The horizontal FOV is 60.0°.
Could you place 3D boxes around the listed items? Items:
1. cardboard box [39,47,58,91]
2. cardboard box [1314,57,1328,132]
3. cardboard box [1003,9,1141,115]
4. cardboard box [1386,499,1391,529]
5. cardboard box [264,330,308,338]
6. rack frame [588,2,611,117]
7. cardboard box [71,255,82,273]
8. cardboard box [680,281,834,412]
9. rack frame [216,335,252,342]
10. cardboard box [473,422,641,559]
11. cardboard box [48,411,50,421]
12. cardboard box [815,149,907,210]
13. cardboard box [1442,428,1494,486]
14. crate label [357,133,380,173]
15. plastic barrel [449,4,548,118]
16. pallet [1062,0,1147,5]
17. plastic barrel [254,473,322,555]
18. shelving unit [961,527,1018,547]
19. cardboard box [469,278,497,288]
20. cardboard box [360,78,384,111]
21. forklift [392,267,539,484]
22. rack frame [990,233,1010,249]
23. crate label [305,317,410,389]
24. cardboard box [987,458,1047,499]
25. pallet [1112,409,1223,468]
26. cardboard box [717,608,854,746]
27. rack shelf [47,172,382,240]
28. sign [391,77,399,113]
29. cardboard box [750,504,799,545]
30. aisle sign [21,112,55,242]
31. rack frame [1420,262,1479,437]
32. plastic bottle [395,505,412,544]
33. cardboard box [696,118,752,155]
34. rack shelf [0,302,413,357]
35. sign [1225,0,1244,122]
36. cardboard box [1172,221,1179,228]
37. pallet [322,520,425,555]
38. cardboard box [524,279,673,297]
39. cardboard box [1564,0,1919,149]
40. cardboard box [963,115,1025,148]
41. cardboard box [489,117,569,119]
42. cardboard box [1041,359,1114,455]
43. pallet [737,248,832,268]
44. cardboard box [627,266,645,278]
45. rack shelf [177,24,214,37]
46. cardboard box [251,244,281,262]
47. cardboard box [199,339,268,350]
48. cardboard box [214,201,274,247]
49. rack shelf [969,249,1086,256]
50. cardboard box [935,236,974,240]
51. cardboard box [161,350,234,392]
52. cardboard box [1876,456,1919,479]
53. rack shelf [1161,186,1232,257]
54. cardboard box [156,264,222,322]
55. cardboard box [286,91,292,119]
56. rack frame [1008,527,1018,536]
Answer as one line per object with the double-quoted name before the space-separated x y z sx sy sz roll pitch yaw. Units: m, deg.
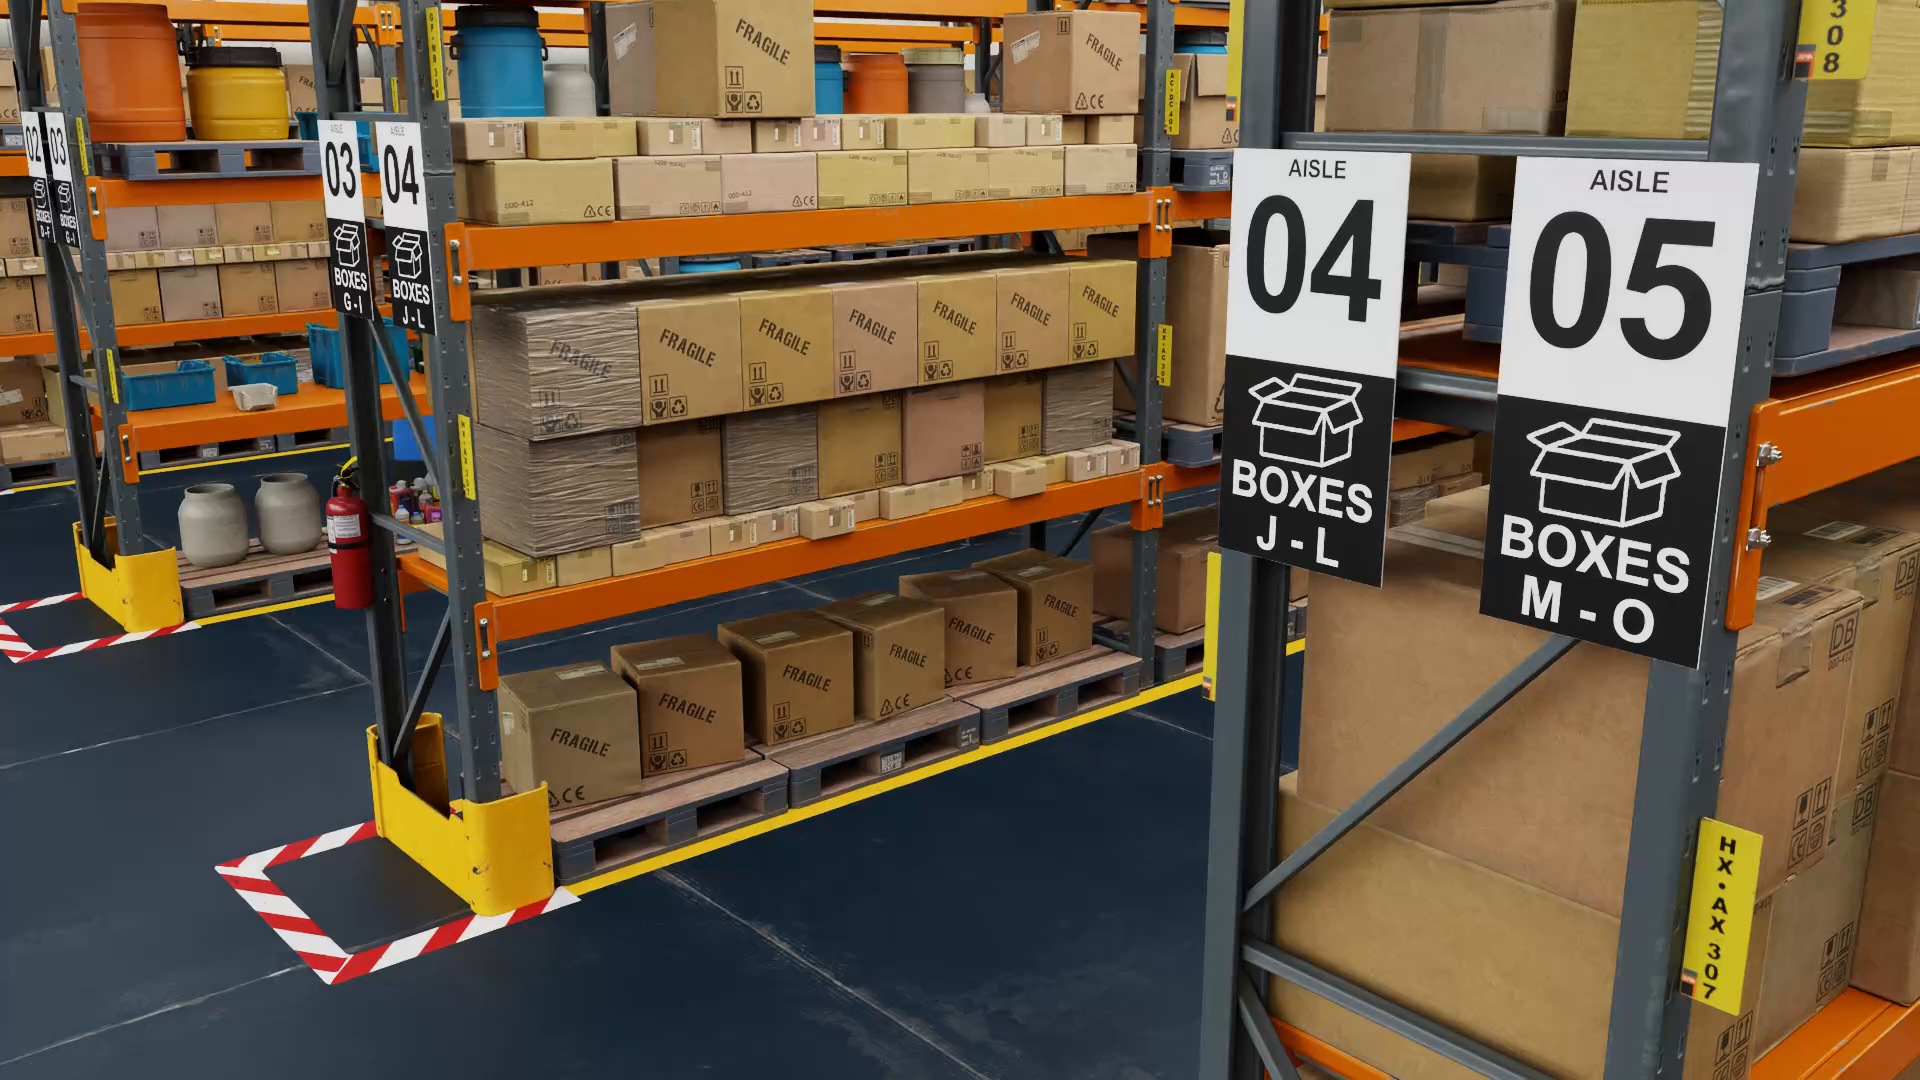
"cardboard box" -10.006 -5.247 18.599 0.500 0.500 0.500 -14 20 -41
"cardboard box" 1.872 -2.609 9.879 0.637 0.503 0.797 -12 19 -37
"cardboard box" 0.570 -2.444 8.535 0.500 0.500 0.500 -13 20 -41
"cardboard box" 2.434 -0.058 11.147 0.500 0.500 0.700 -11 18 -35
"cardboard box" -8.468 -2.713 21.084 0.500 0.500 0.700 -12 19 -38
"rack frame" -2.509 -4.550 12.345 0.127 3.000 1.000 -13 19 -39
"cardboard box" -7.760 -2.454 14.675 0.250 0.149 0.380 -13 20 -40
"cardboard box" -0.924 -0.893 7.573 0.500 0.500 0.500 -13 19 -39
"rack frame" -9.013 -3.580 20.340 0.127 3.000 1.000 -13 19 -39
"cardboard box" -1.843 -0.289 7.250 0.500 0.500 0.875 -13 19 -39
"cardboard box" -8.196 -1.048 15.377 0.500 0.250 0.500 -13 19 -39
"cardboard box" -0.592 -1.678 7.699 0.500 0.250 0.500 -12 19 -38
"cardboard box" 4.294 -0.654 12.689 0.875 0.875 1.225 -14 20 -42
"crate label" -3.898 -2.604 11.161 0.408 0.251 0.502 -13 19 -39
"plastic barrel" -3.331 -3.398 12.060 0.708 0.901 0.600 -13 19 -39
"pallet" 1.072 -5.059 15.393 1.003 0.211 1.213 -13 19 -39
"plastic barrel" -4.703 -0.186 11.640 0.421 0.512 0.421 0 15 0
"shelving unit" 0.125 -1.042 12.584 0.503 2.100 0.431 -13 19 -39
"cardboard box" -4.956 -2.605 17.177 0.250 0.149 0.380 -13 19 -39
"cardboard box" -7.617 -5.566 20.956 0.500 0.500 0.500 -14 20 -41
"forklift" -4.346 -2.180 15.230 1.130 2.935 3.031 -1 15 -2
"rack frame" 0.277 -3.971 21.805 0.127 3.000 1.000 -13 19 -39
"crate label" -4.316 -1.355 11.942 0.616 0.435 0.502 -13 19 -39
"cardboard box" 0.234 -0.337 8.685 0.250 0.149 0.380 -13 19 -39
"pallet" 1.414 -0.695 9.913 1.213 0.211 1.003 -13 19 -39
"cardboard box" -0.880 0.683 8.412 0.500 0.500 0.500 -10 18 -34
"rack shelf" -4.018 -2.414 11.557 4.000 0.370 1.077 -13 19 -39
"sign" -5.393 -4.246 15.864 0.005 0.325 0.100 -13 19 -39
"cardboard box" -0.966 -0.103 7.810 0.250 0.149 0.380 -13 19 -39
"aisle sign" -5.776 -2.275 10.418 0.004 0.787 0.394 -13 19 -39
"rack frame" 3.759 -1.365 12.046 0.127 3.000 1.000 -13 19 -39
"plastic bottle" -3.955 -0.114 11.800 0.097 0.271 0.097 0 15 0
"cardboard box" -1.109 -1.745 7.175 0.250 0.149 0.380 -13 20 -40
"rack shelf" -7.267 -1.930 15.556 4.000 0.370 1.077 -13 19 -39
"sign" 0.558 -0.973 3.207 0.005 0.325 0.100 -13 19 -39
"cardboard box" 2.746 -4.480 23.515 0.500 0.500 0.500 -12 19 -39
"pallet" -3.964 0.009 12.306 1.213 0.211 1.003 -13 19 -39
"cardboard box" -1.650 -0.912 7.642 0.500 0.500 0.500 -13 19 -39
"cardboard box" 1.437 -0.830 2.939 0.500 0.250 0.500 -13 20 -39
"cardboard box" 0.101 -2.006 8.155 0.250 0.149 0.380 -13 20 -41
"cardboard box" -1.863 -1.775 7.290 0.250 0.149 0.380 -14 20 -42
"cardboard box" 0.362 -0.815 9.218 0.500 0.500 0.875 -13 19 -39
"pallet" -2.275 -3.330 19.774 1.003 0.211 1.213 -13 19 -39
"cardboard box" -3.666 -2.945 18.451 0.250 0.149 0.380 -11 18 -35
"rack shelf" -10.522 -5.790 18.390 4.000 0.370 1.077 -13 19 -39
"cardboard box" -6.591 -2.718 15.662 0.250 0.149 0.380 -13 20 -40
"cardboard box" -7.068 -1.666 16.235 0.500 0.500 0.500 -13 19 -39
"cardboard box" -6.847 -3.044 15.627 0.500 0.500 0.700 -13 20 -39
"rack shelf" 1.786 -3.963 23.167 4.000 0.370 1.077 -13 19 -39
"cardboard box" -0.227 -4.186 21.601 0.700 0.500 0.500 8 17 28
"cardboard box" -7.092 -1.476 15.526 0.500 0.500 0.500 -13 19 -39
"cardboard box" 2.390 0.029 4.445 0.500 0.550 0.875 -13 19 -39
"rack shelf" 2.251 -2.127 10.483 4.000 0.370 1.077 -13 19 -39
"cardboard box" -7.249 -2.326 15.453 0.500 0.500 0.700 -12 19 -38
"cardboard box" -6.719 -4.167 15.814 0.500 0.311 0.500 -14 20 -42
"rack frame" 0.309 -1.084 12.739 0.015 2.100 0.400 -13 19 -39
